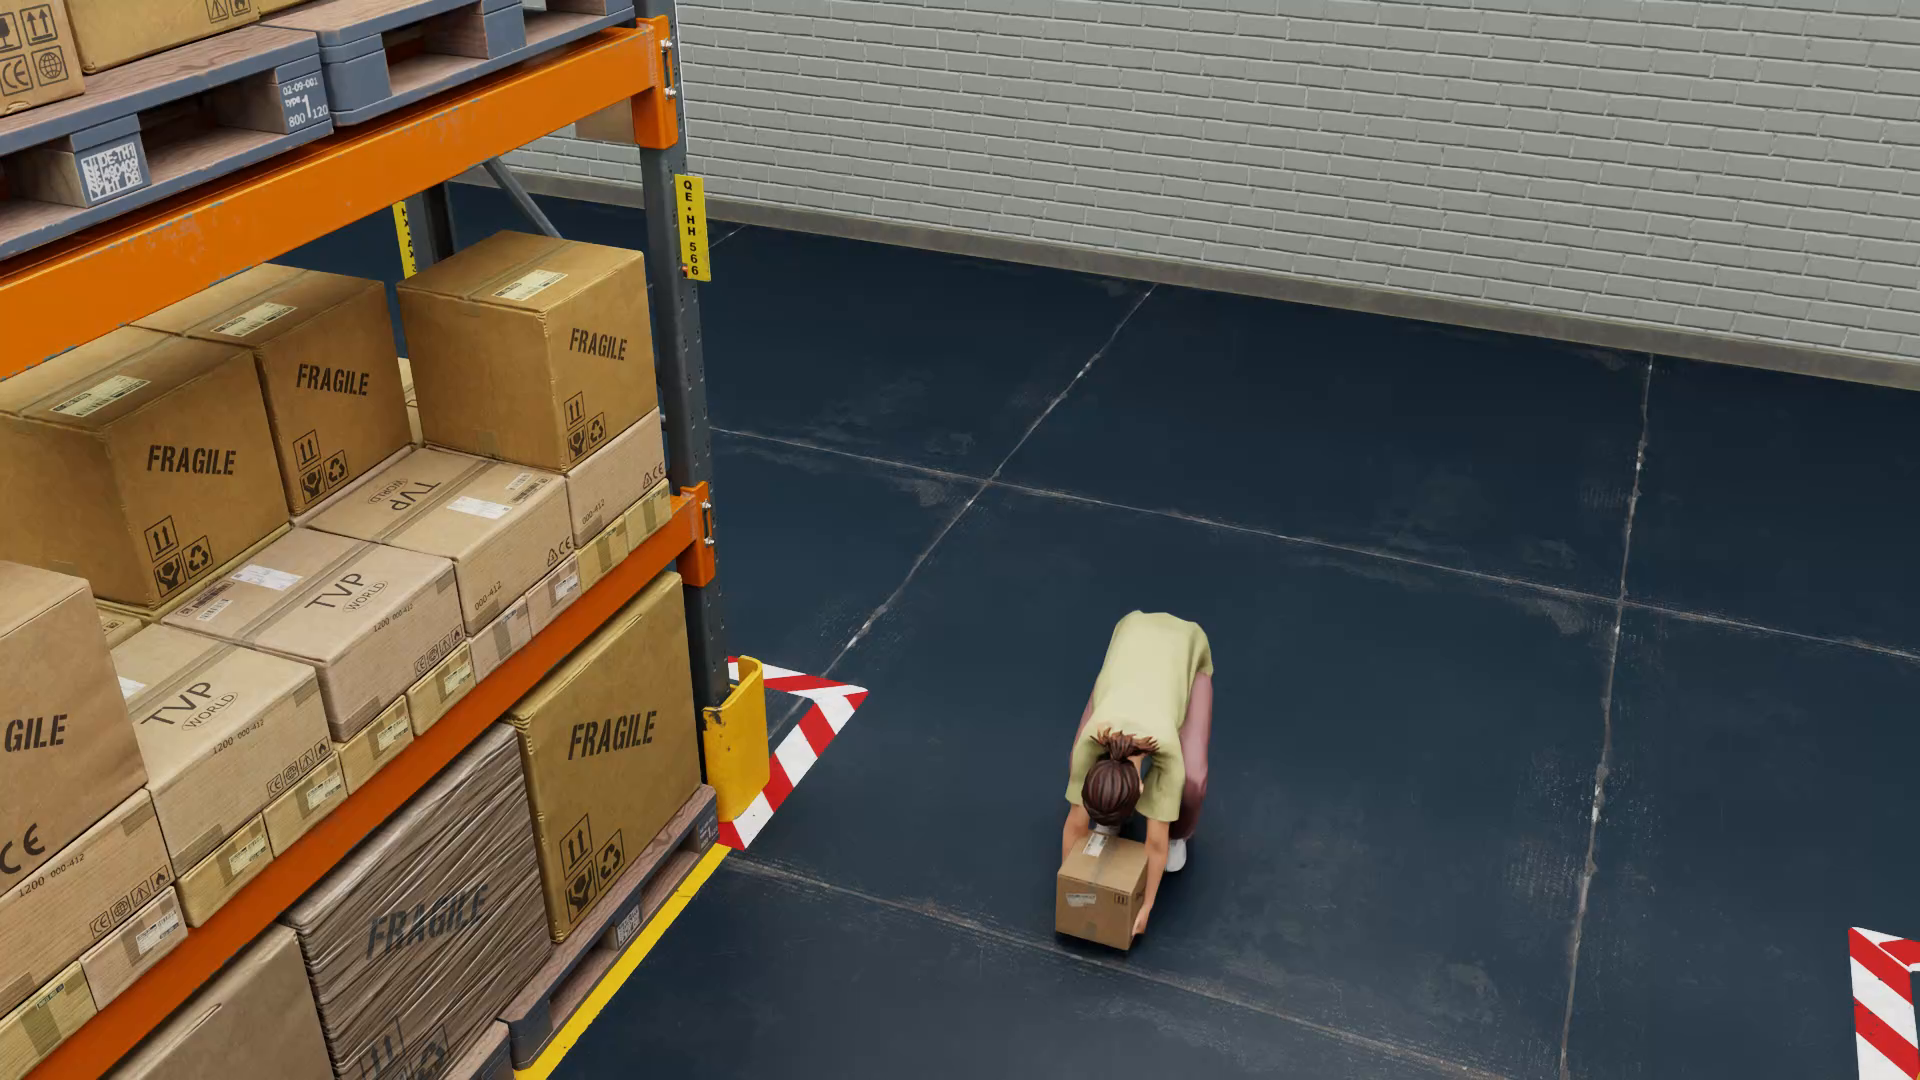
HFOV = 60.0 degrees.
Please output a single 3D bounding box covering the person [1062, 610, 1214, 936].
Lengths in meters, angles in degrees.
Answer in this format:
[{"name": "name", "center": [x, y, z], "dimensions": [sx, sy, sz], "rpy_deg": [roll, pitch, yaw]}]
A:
[{"name": "person", "center": [0.597, 0.768, 5.587], "dimensions": [0.471, 0.877, 0.847], "rpy_deg": [10, 31, 17]}]
